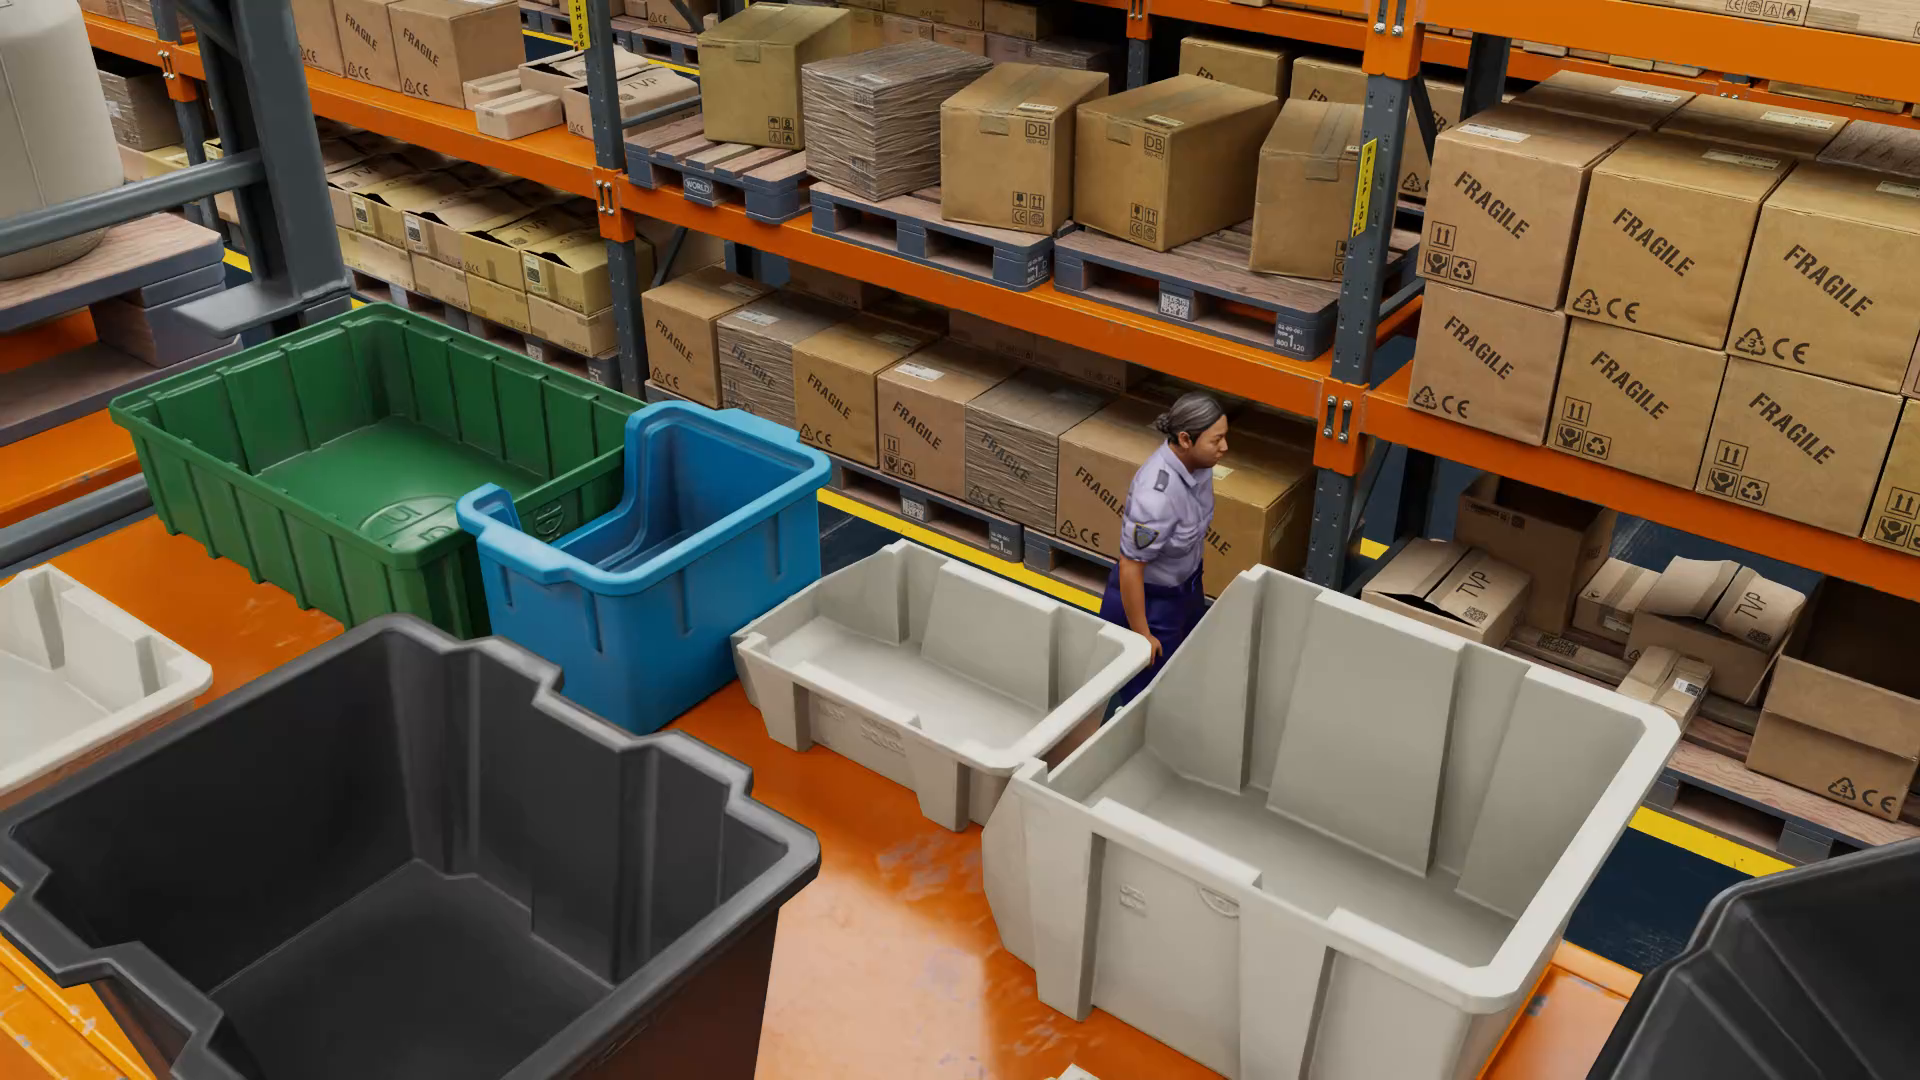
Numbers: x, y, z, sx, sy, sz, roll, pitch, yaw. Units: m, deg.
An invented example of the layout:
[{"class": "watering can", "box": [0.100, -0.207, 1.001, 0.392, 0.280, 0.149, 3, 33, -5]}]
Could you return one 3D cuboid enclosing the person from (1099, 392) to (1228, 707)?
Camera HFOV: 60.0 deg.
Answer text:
[{"class": "person", "box": [0.697, 0.234, 5.751, 0.372, 1.652, 0.544, 16, 35, 25]}]
